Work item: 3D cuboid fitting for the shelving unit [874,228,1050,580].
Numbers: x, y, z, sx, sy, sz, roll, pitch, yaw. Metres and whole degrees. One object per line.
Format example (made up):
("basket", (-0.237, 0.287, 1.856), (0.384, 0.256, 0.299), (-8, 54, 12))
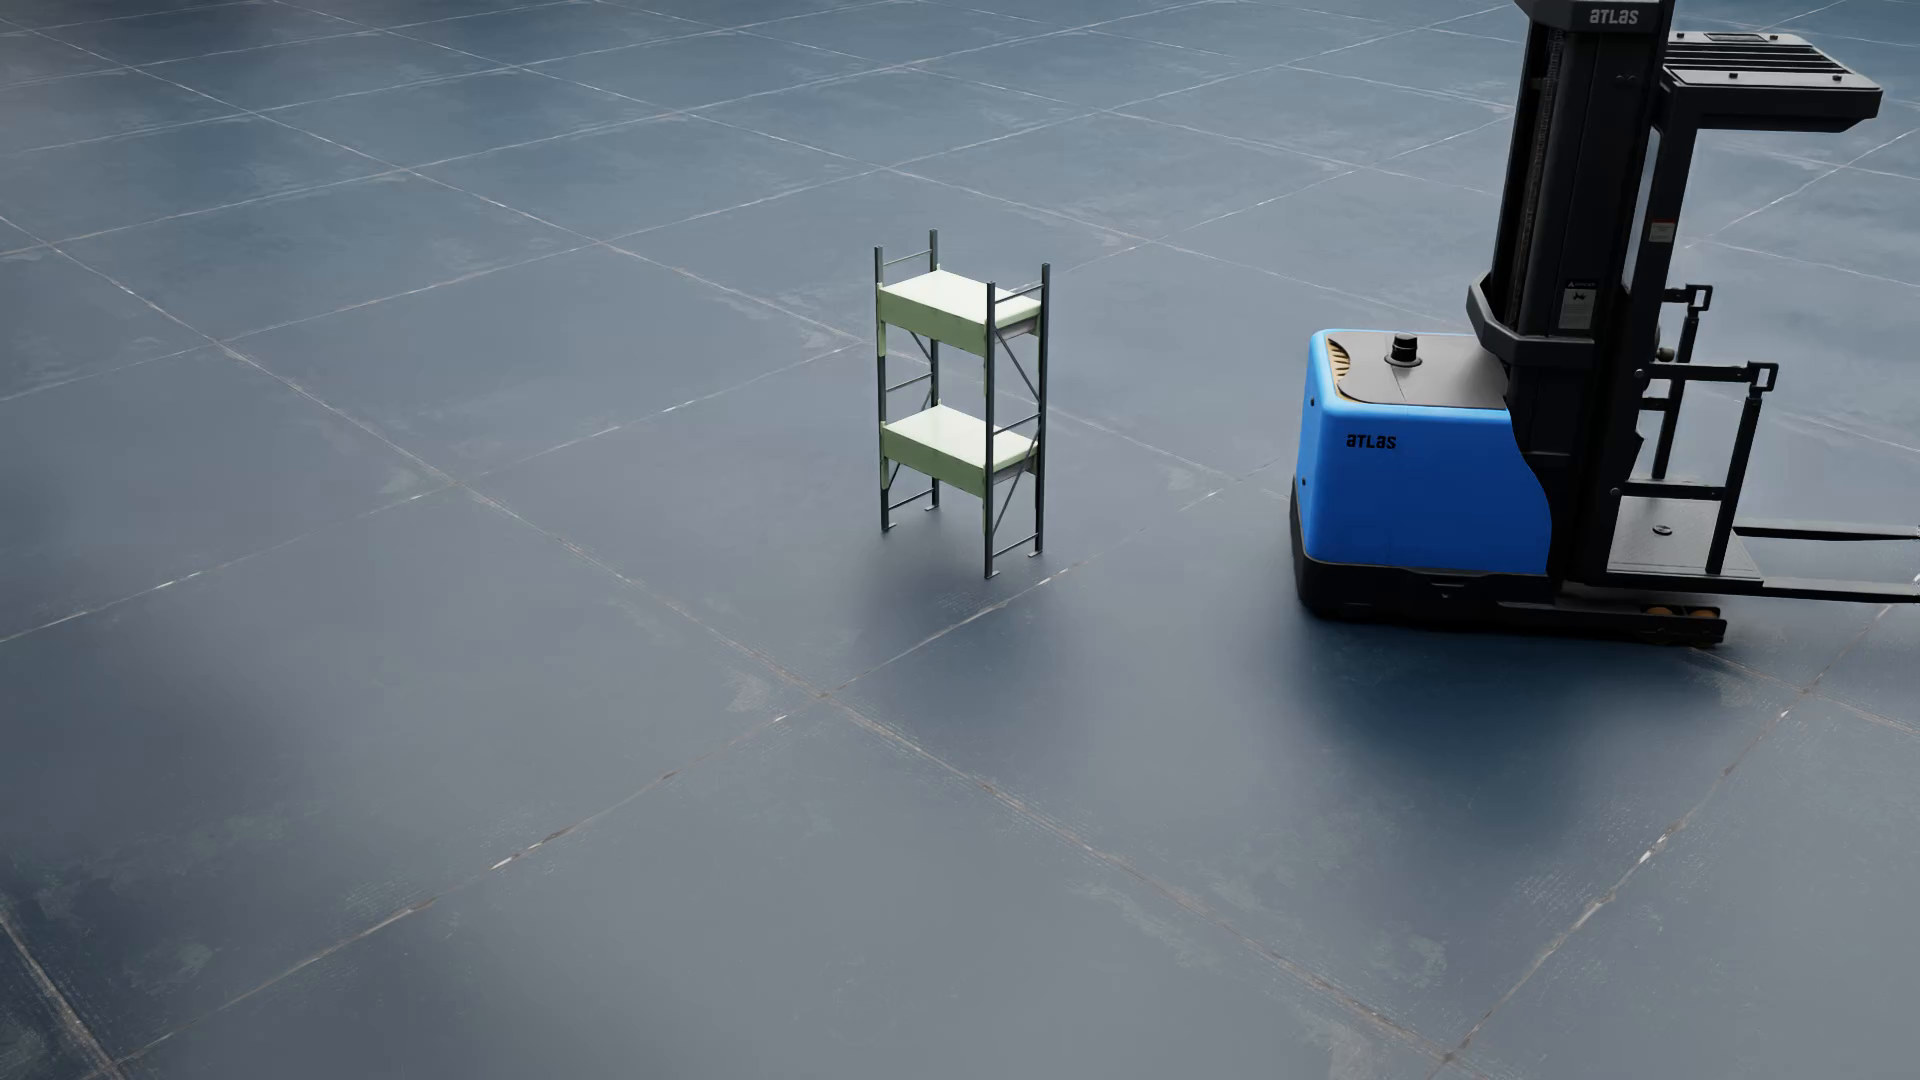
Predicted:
("shelving unit", (0.005, -0.662, 8.073), (0.755, 1.500, 0.431), (25, 36, 38))

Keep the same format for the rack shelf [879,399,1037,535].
("rack shelf", (0.005, -0.373, 8.225), (0.720, 0.370, 0.431), (25, 36, 38))

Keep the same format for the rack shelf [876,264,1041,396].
("rack shelf", (0.005, -1.007, 7.891), (0.720, 0.370, 0.431), (25, 36, 38))

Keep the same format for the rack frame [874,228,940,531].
("rack frame", (-0.256, -0.781, 8.300), (0.023, 1.500, 0.400), (25, 36, 38))

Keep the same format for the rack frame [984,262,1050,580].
("rack frame", (0.266, -0.542, 7.846), (0.023, 1.500, 0.400), (25, 36, 38))

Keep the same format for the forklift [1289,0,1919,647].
("forklift", (3.137, -1.077, 7.325), (3.031, 2.935, 1.130), (3, 28, 6))
